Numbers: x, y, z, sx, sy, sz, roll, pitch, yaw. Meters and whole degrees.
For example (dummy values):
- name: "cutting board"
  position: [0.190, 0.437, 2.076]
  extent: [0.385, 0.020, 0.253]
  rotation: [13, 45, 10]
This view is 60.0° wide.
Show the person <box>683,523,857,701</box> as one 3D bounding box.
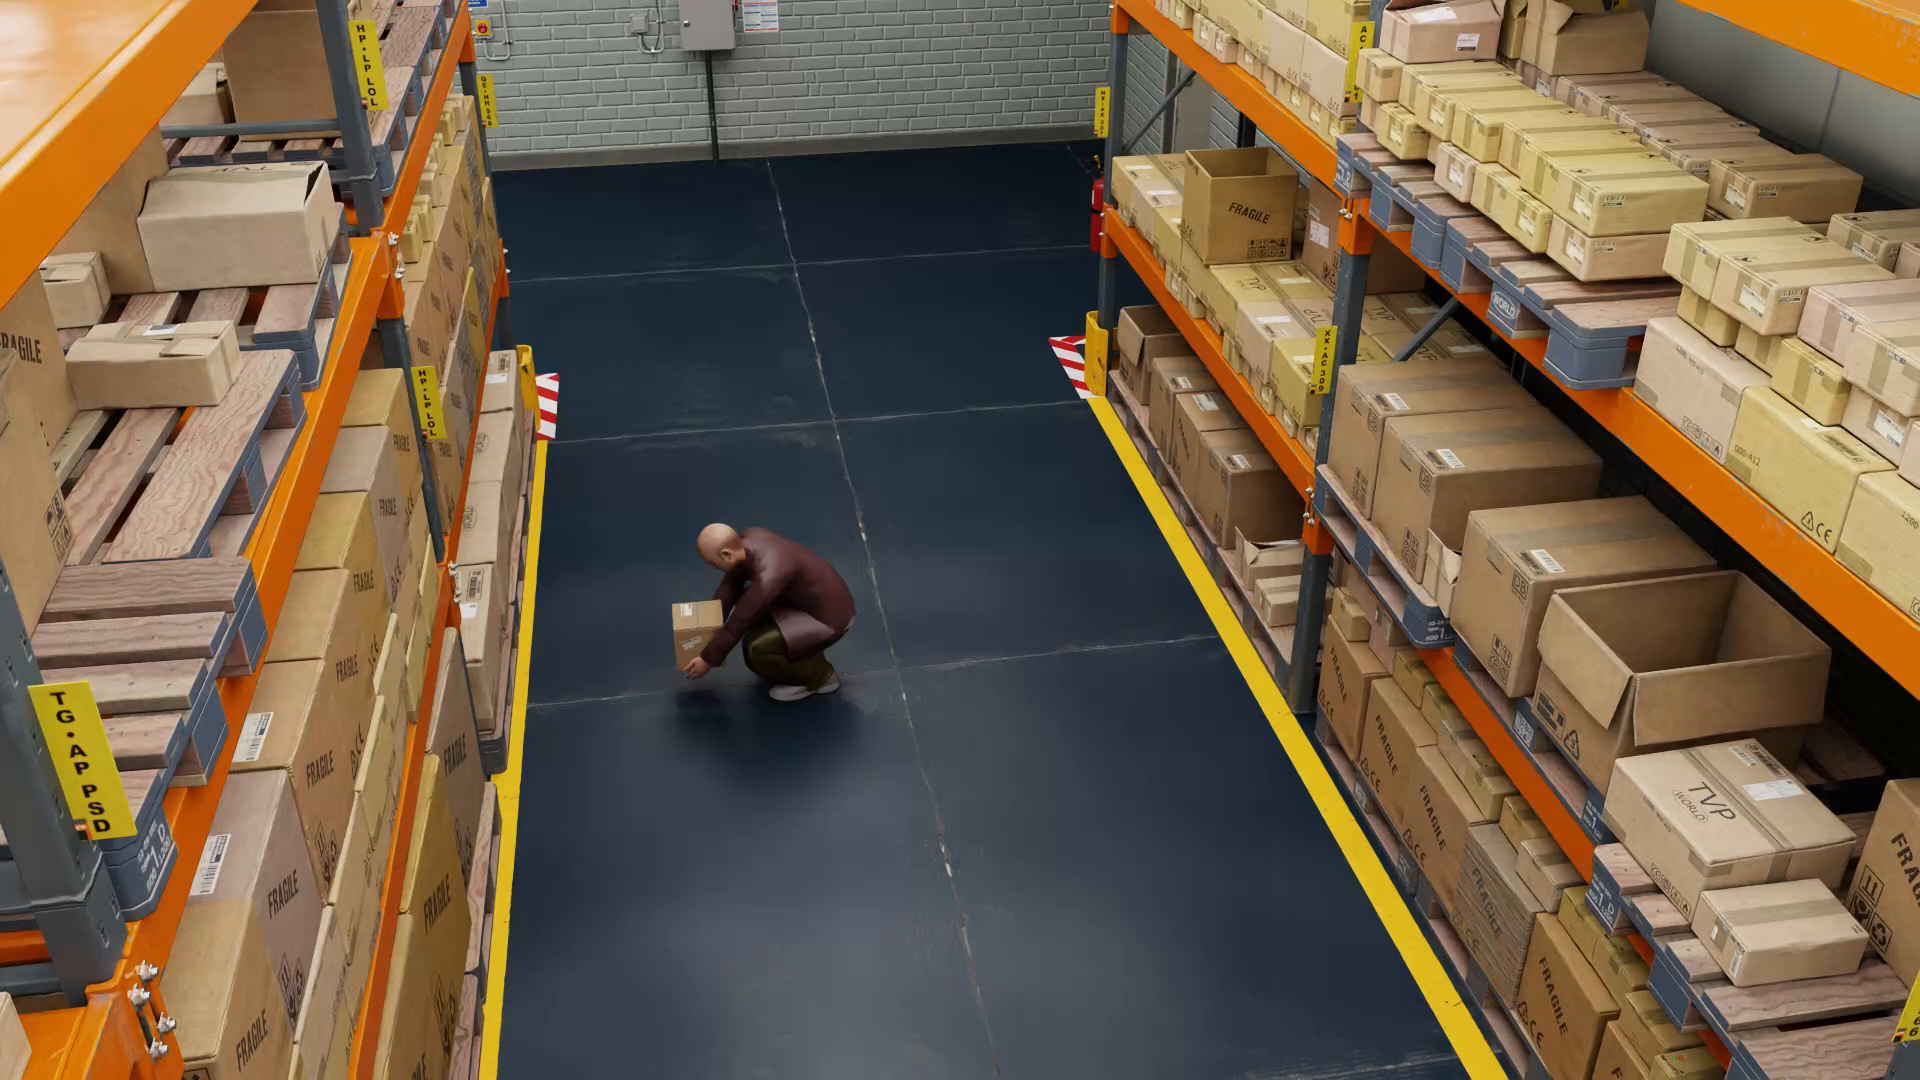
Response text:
- name: "person"
  position: [-0.974, 0.311, 8.404]
  extent: [0.899, 0.997, 0.594]
  rotation: [-5, 31, -9]
